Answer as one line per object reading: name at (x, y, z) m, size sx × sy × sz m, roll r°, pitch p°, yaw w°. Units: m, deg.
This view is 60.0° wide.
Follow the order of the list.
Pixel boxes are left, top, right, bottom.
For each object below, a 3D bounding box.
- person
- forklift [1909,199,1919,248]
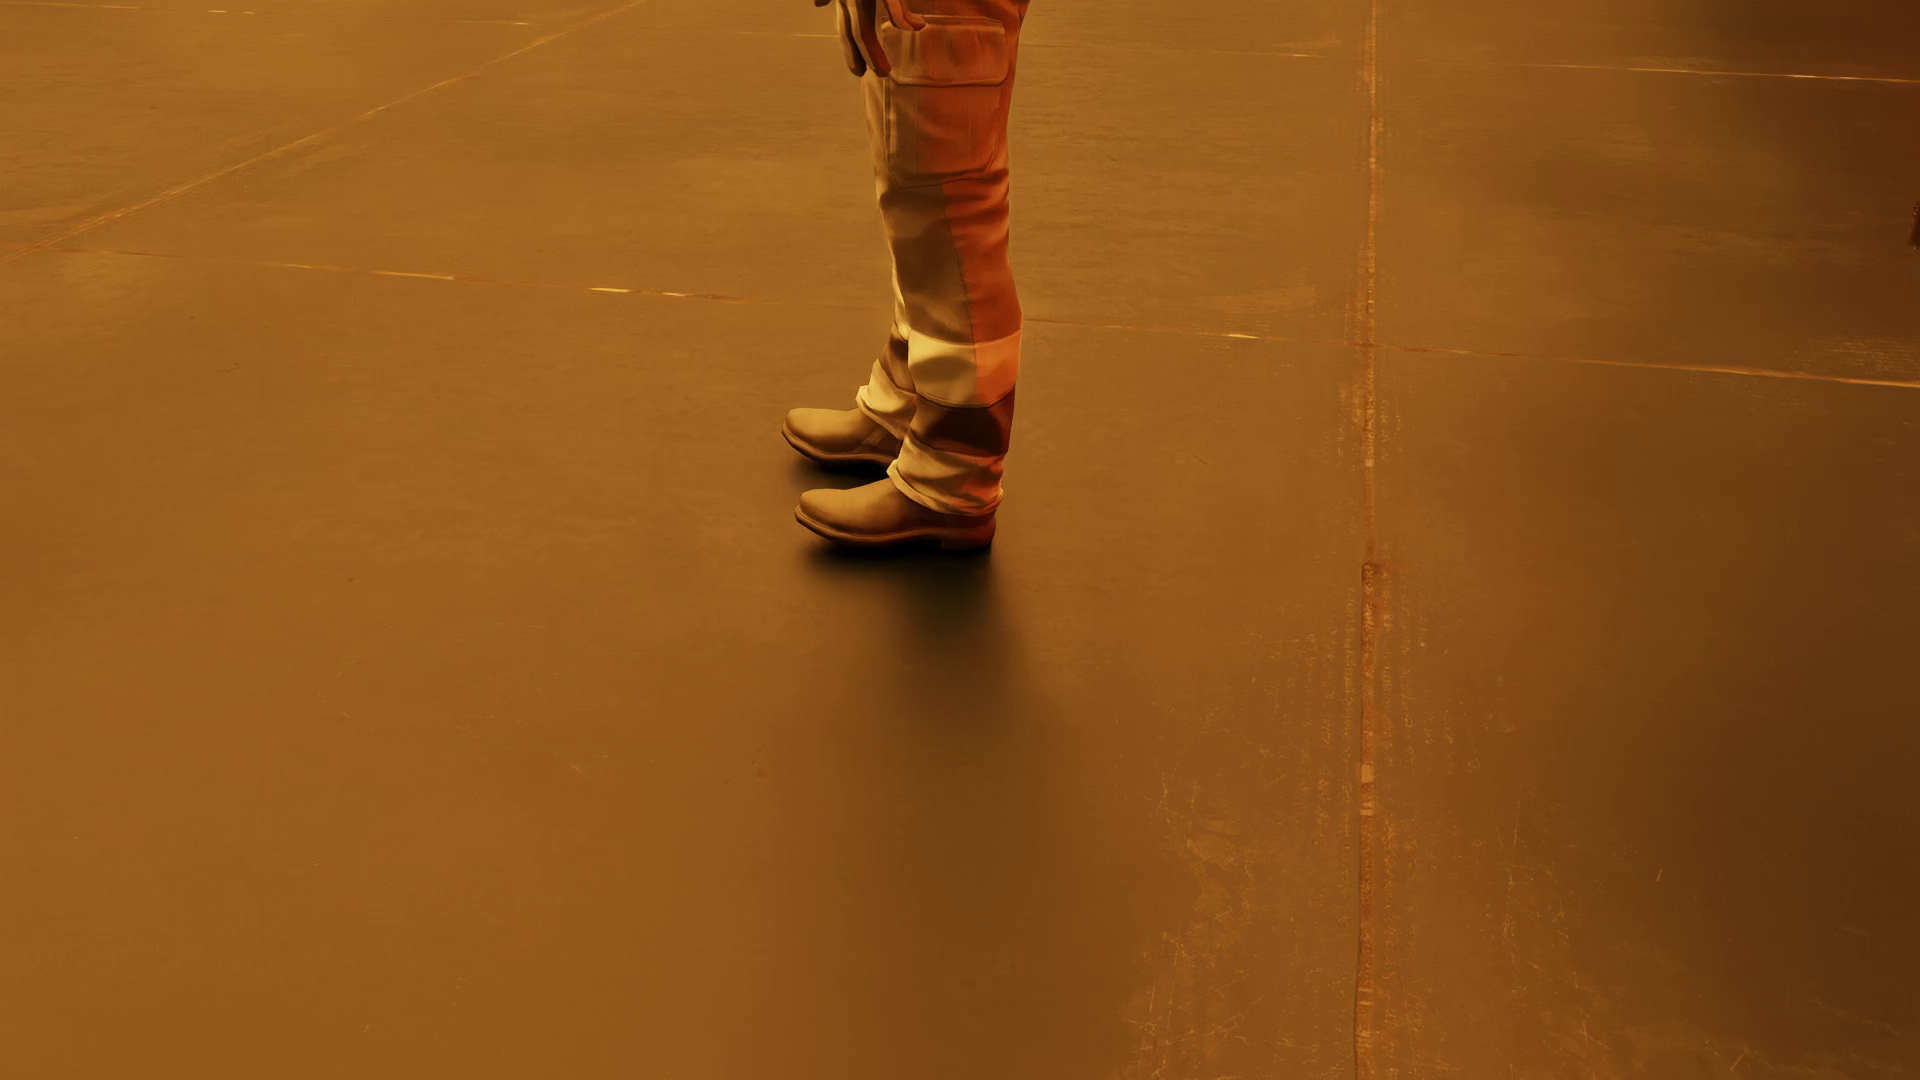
person at (-0.075, -0.819, 2.120) m, size 0.564 × 1.787 × 0.637 m, roll 6°, pitch 27°, yaw 11°
forklift at (3.642, -1.909, 3.029) m, size 3.031 × 2.935 × 1.130 m, roll -9°, pitch 28°, yaw -17°
